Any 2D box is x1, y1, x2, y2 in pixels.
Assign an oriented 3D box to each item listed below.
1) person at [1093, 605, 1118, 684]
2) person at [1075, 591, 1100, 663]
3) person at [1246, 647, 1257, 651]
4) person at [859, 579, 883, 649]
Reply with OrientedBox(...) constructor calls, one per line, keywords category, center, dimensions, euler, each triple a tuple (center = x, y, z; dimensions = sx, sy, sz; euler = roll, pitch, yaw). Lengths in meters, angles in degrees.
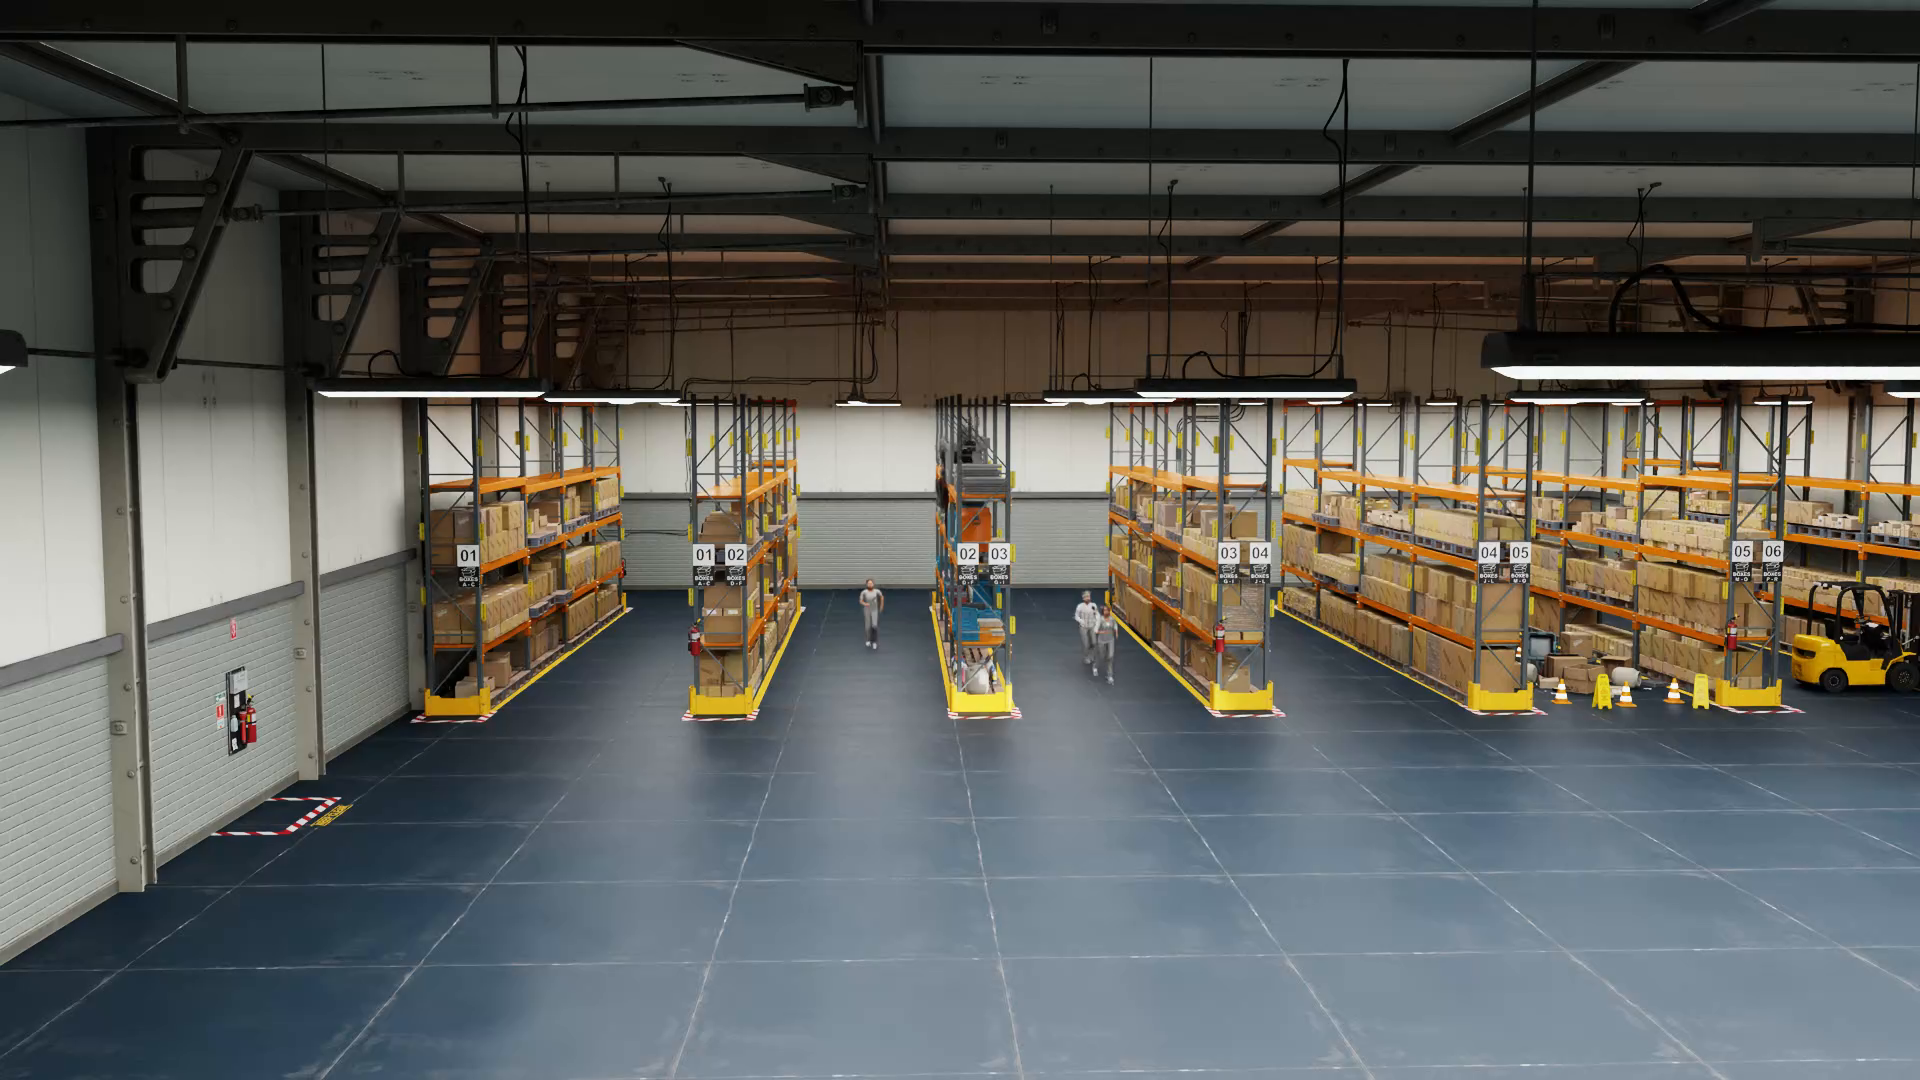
OrientedBox(category="person", center=(3.056, 2.170, 34.997), dimensions=(0.550, 1.616, 0.881), euler=(-1, 5, -9))
OrientedBox(category="person", center=(2.878, 1.960, 37.267), dimensions=(0.589, 1.648, 0.528), euler=(0, 5, -6))
OrientedBox(category="person", center=(6.870, 1.787, 39.247), dimensions=(0.638, 1.681, 0.586), euler=(0, 4, 0))
OrientedBox(category="person", center=(-2.118, 1.786, 39.797), dimensions=(0.580, 1.700, 0.704), euler=(0, 5, -4))
